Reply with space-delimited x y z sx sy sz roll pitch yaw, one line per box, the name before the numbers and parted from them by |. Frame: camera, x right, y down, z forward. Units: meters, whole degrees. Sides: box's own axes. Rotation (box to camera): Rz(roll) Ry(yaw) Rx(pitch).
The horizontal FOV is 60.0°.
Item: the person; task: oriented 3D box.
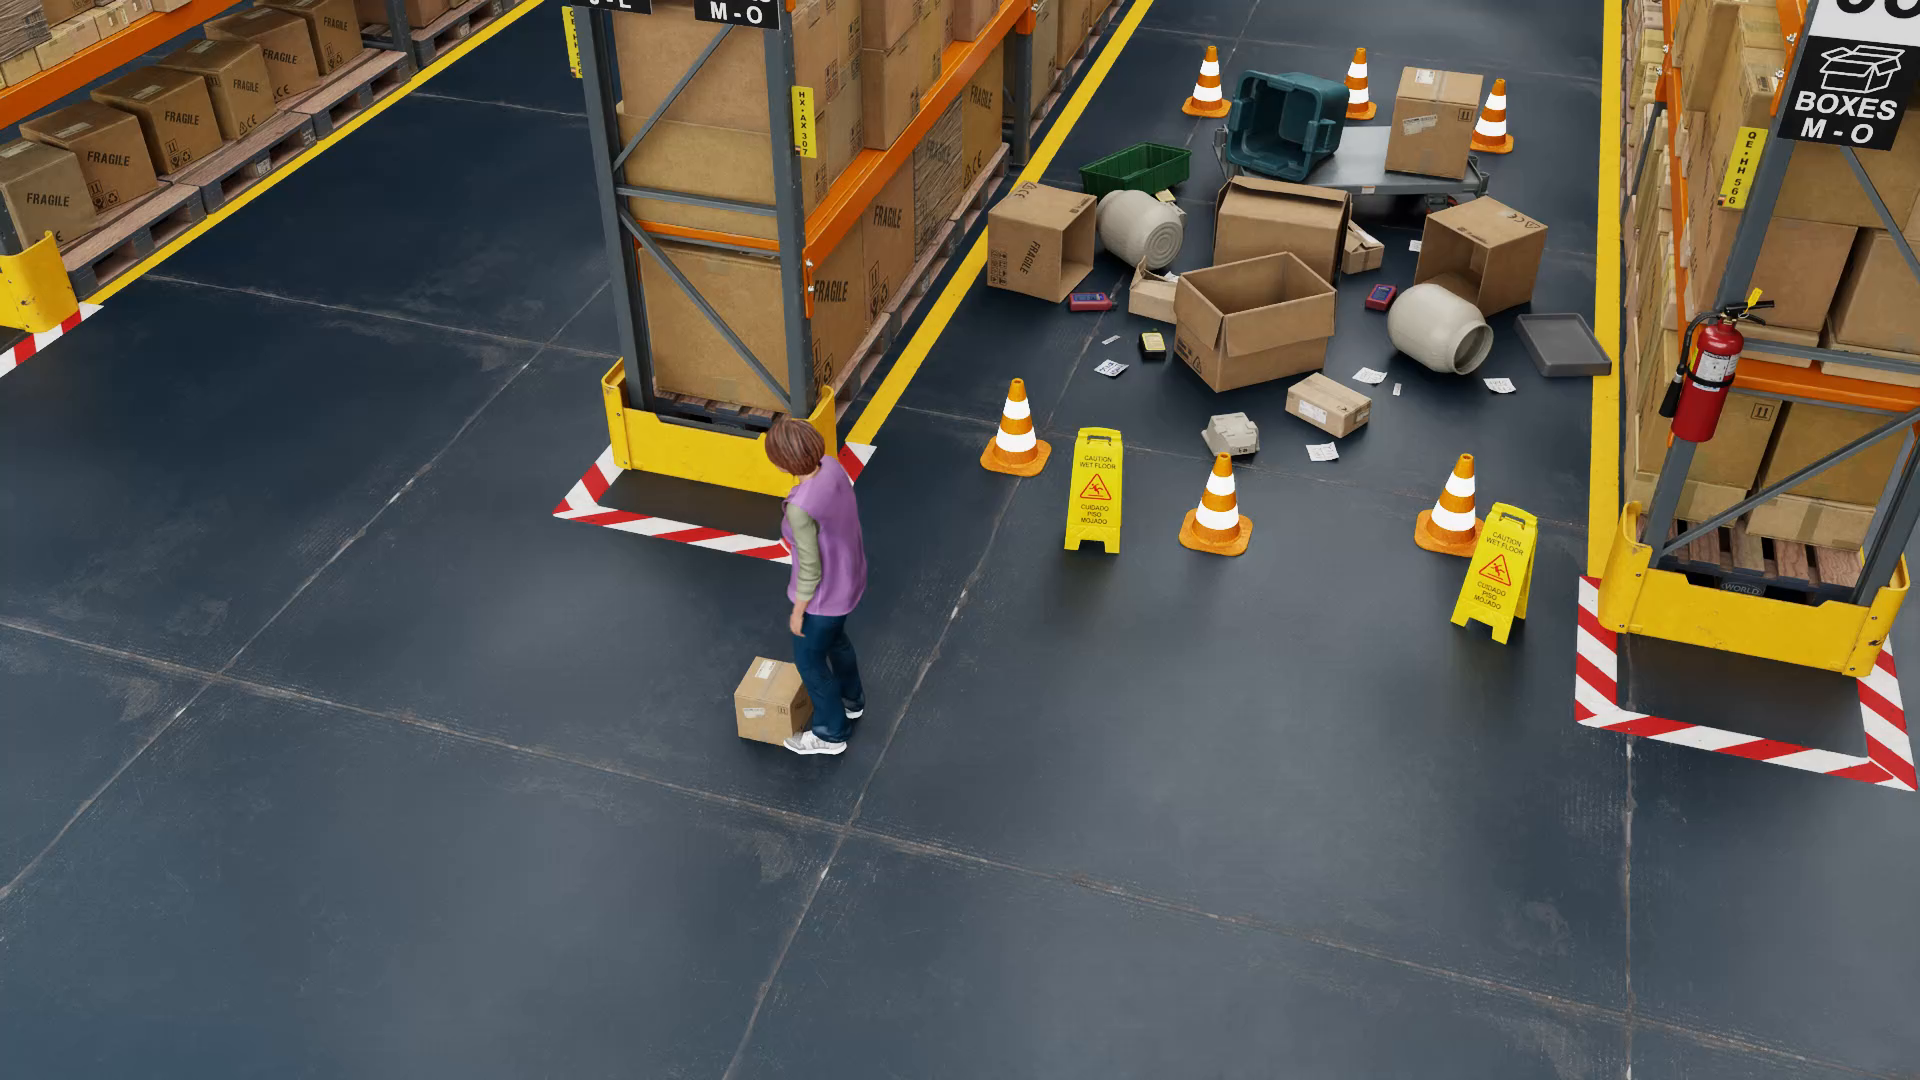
person | -0.527 0.255 6.677 0.290 1.327 0.457 11 39 13
